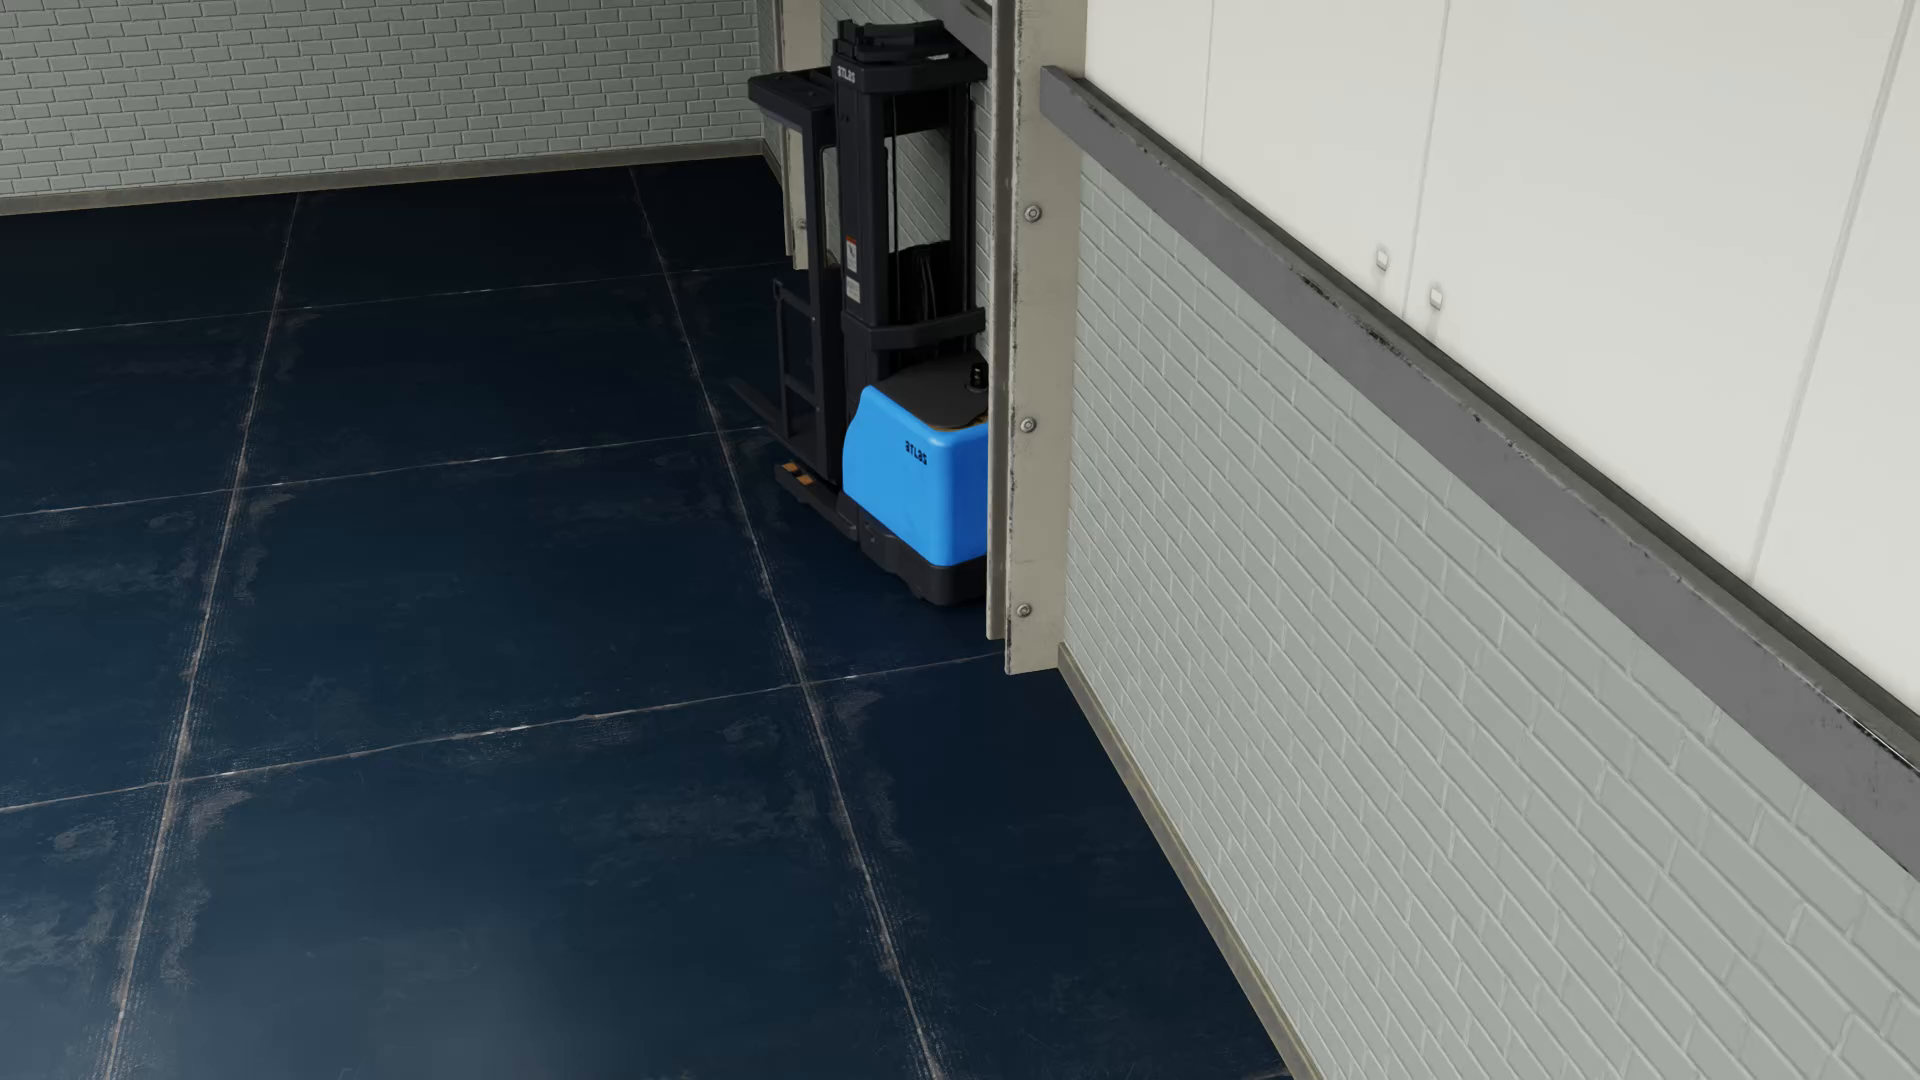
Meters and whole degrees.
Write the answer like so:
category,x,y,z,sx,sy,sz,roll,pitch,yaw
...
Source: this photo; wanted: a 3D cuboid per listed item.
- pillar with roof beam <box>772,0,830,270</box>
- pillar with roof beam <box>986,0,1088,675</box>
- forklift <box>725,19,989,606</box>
category,x,y,z,sx,sy,sz,roll,pitch,yaw
pillar with roof beam,-5.403,-5.641,10.514,9.100,9.000,0.400,-8,31,-13
pillar with roof beam,-3.811,-2.744,5.507,9.100,9.000,0.400,-8,31,-13
forklift,-0.486,-1.611,9.607,1.130,2.935,3.031,-18,34,-28
